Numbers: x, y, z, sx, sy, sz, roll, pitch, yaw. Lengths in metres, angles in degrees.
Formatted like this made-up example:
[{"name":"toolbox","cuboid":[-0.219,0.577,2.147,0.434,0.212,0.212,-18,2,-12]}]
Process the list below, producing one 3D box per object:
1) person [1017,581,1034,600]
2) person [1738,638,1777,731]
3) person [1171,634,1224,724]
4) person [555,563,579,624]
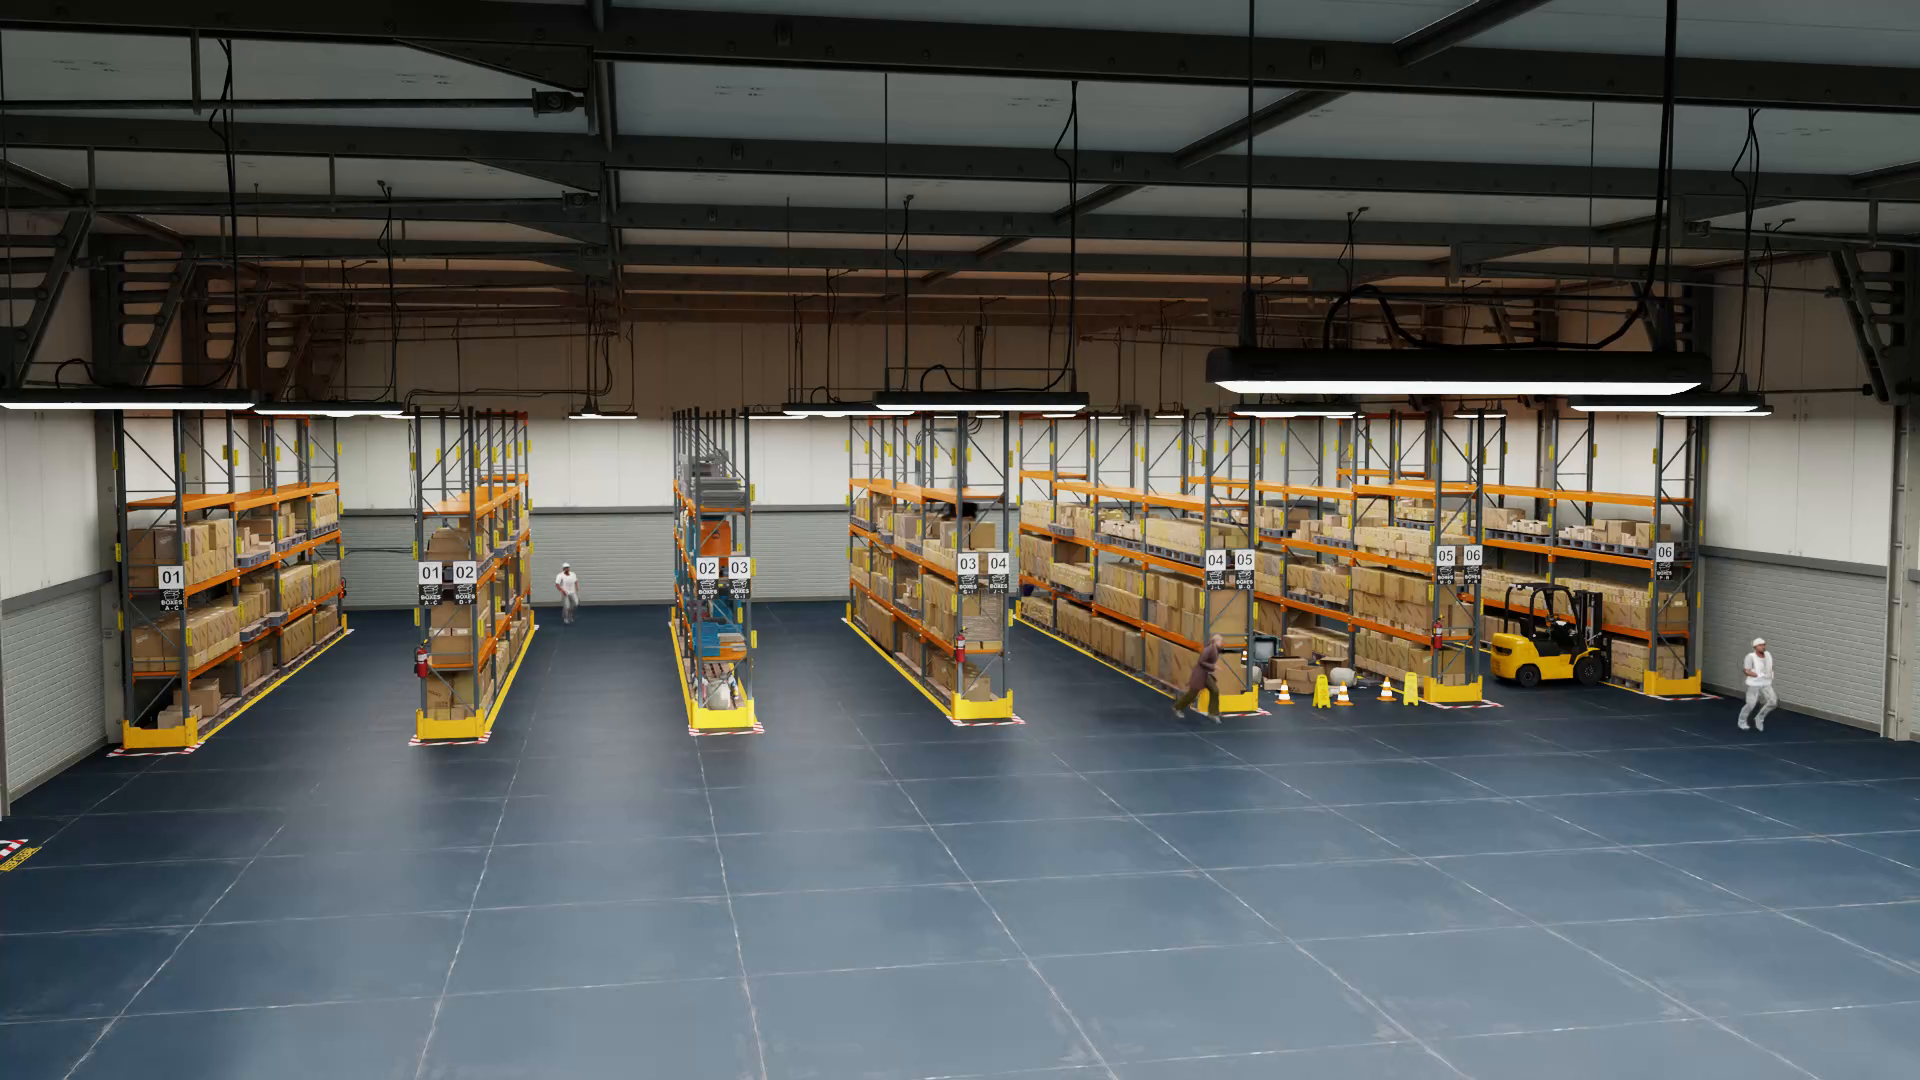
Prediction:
[{"name":"person","cuboid":[2.016,1.414,49.720,0.526,1.579,0.589,-2,4,-24]},{"name":"person","cuboid":[14.688,2.656,30.508,0.704,1.730,0.840,0,4,-7]},{"name":"person","cuboid":[4.532,2.646,31.727,1.049,1.745,0.753,2,4,25]},{"name":"person","cuboid":[-11.068,1.509,47.024,0.726,1.724,0.586,-3,5,-39]}]
